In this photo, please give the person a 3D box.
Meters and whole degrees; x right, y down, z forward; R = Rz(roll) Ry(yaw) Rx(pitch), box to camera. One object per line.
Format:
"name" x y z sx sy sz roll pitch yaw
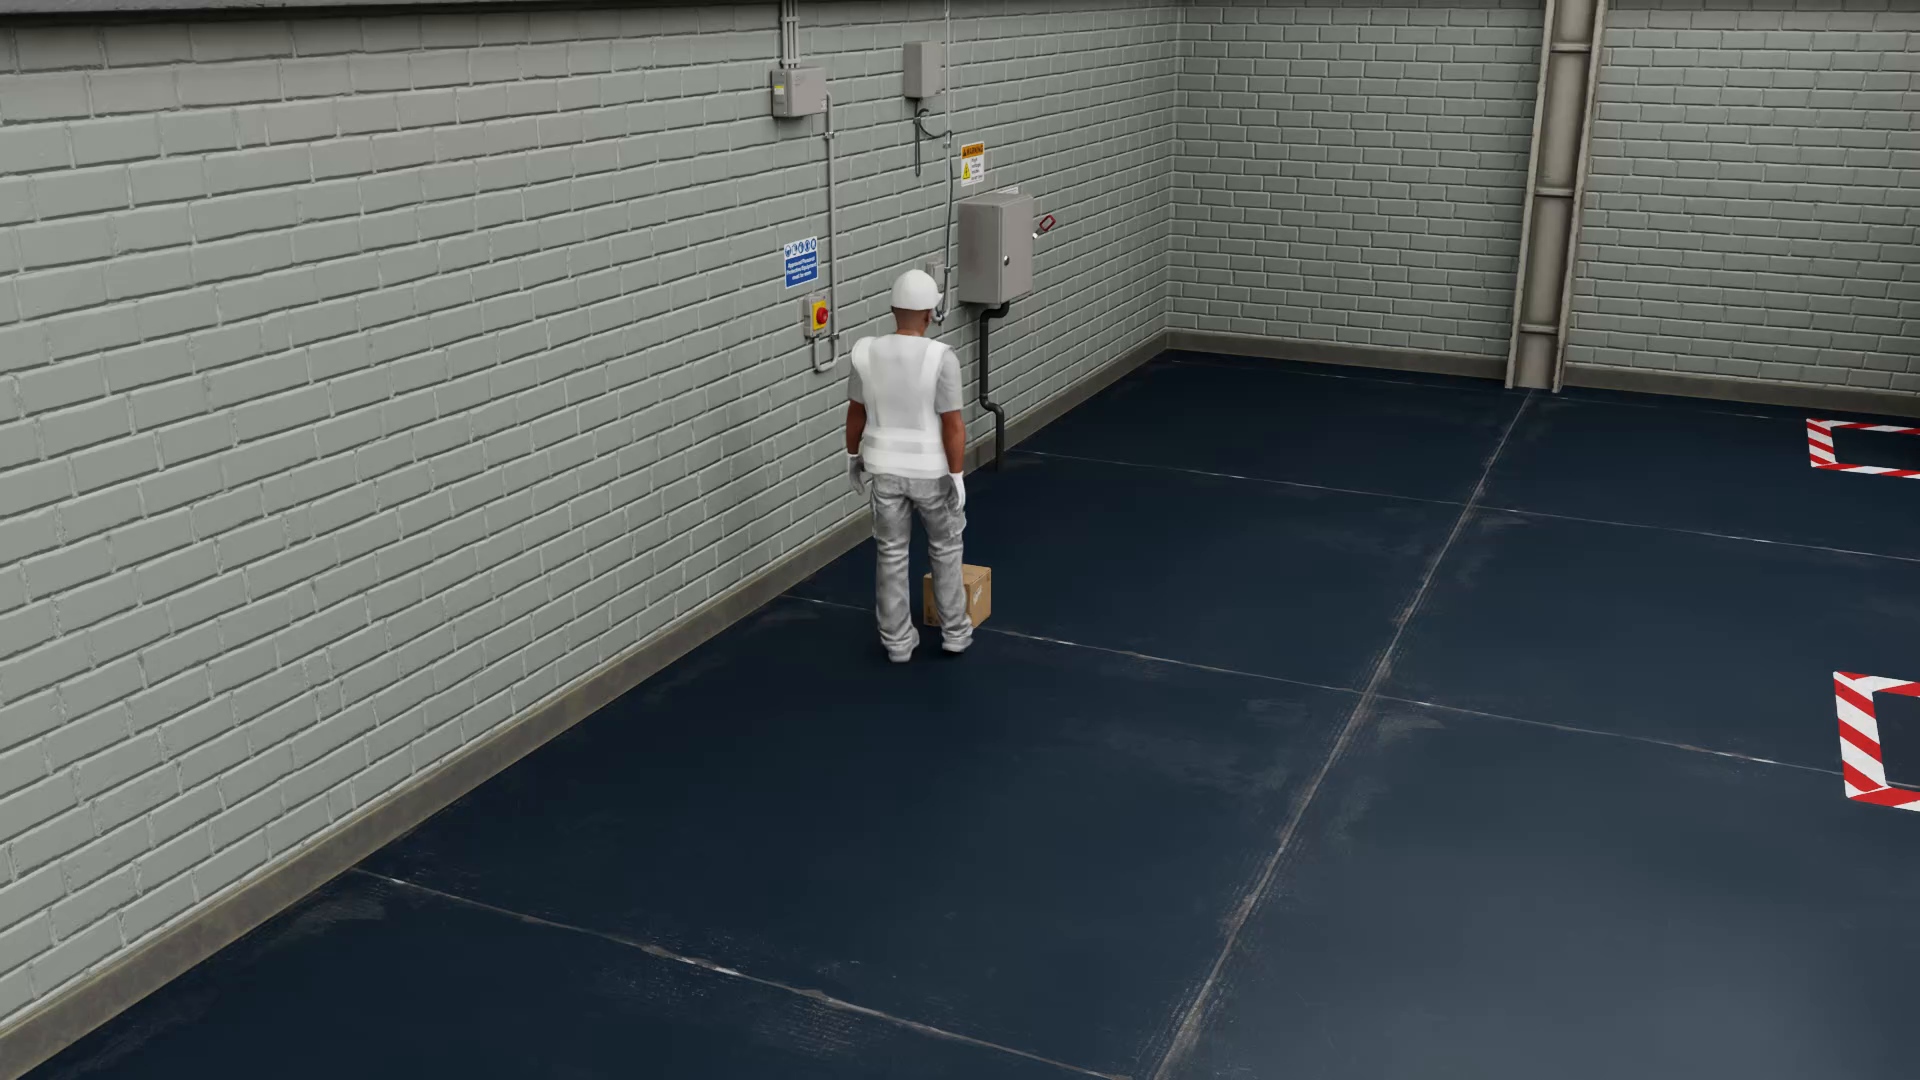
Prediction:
"person" -0.216 -0.323 7.509 0.594 1.825 0.517 5 20 15
